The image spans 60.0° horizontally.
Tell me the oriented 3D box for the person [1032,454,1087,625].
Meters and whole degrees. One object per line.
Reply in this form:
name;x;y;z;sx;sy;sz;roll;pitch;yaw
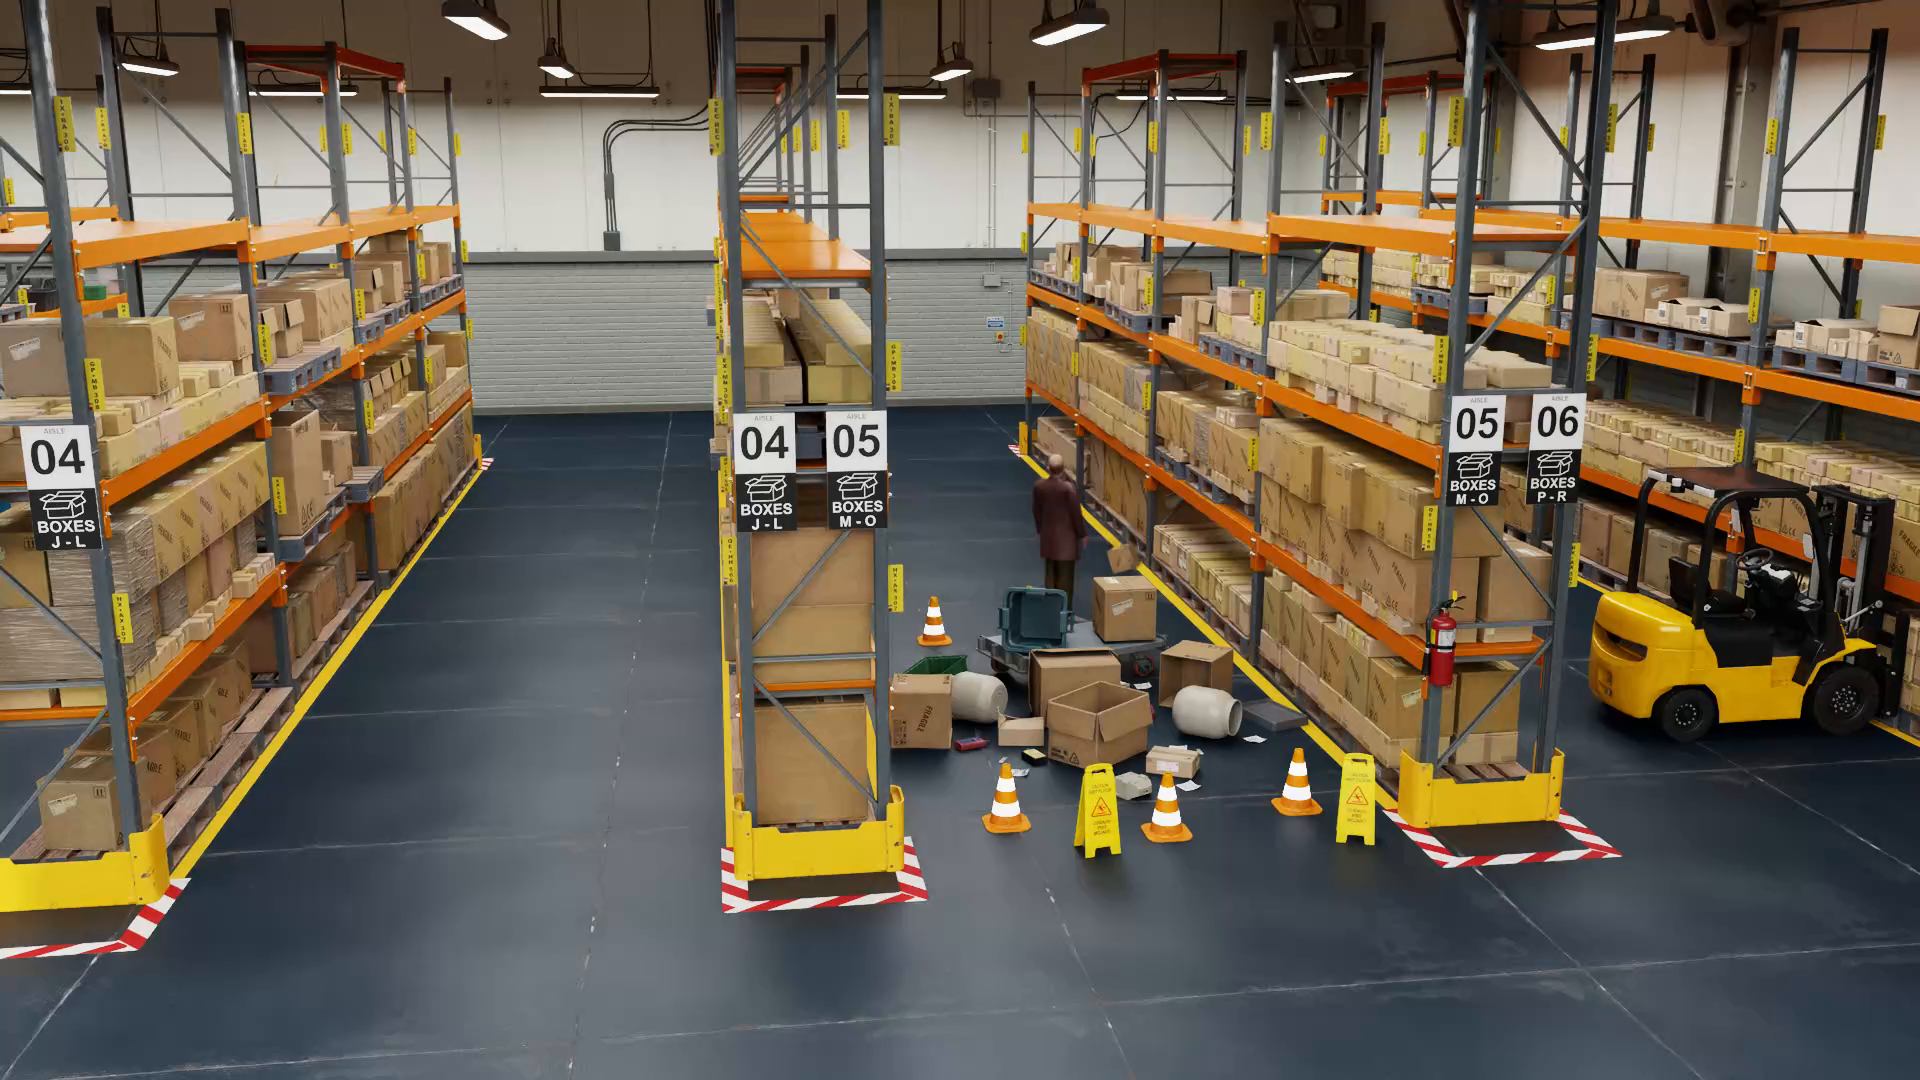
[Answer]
person;1.082;-0.019;17.517;0.684;1.783;0.403;11;17;38
